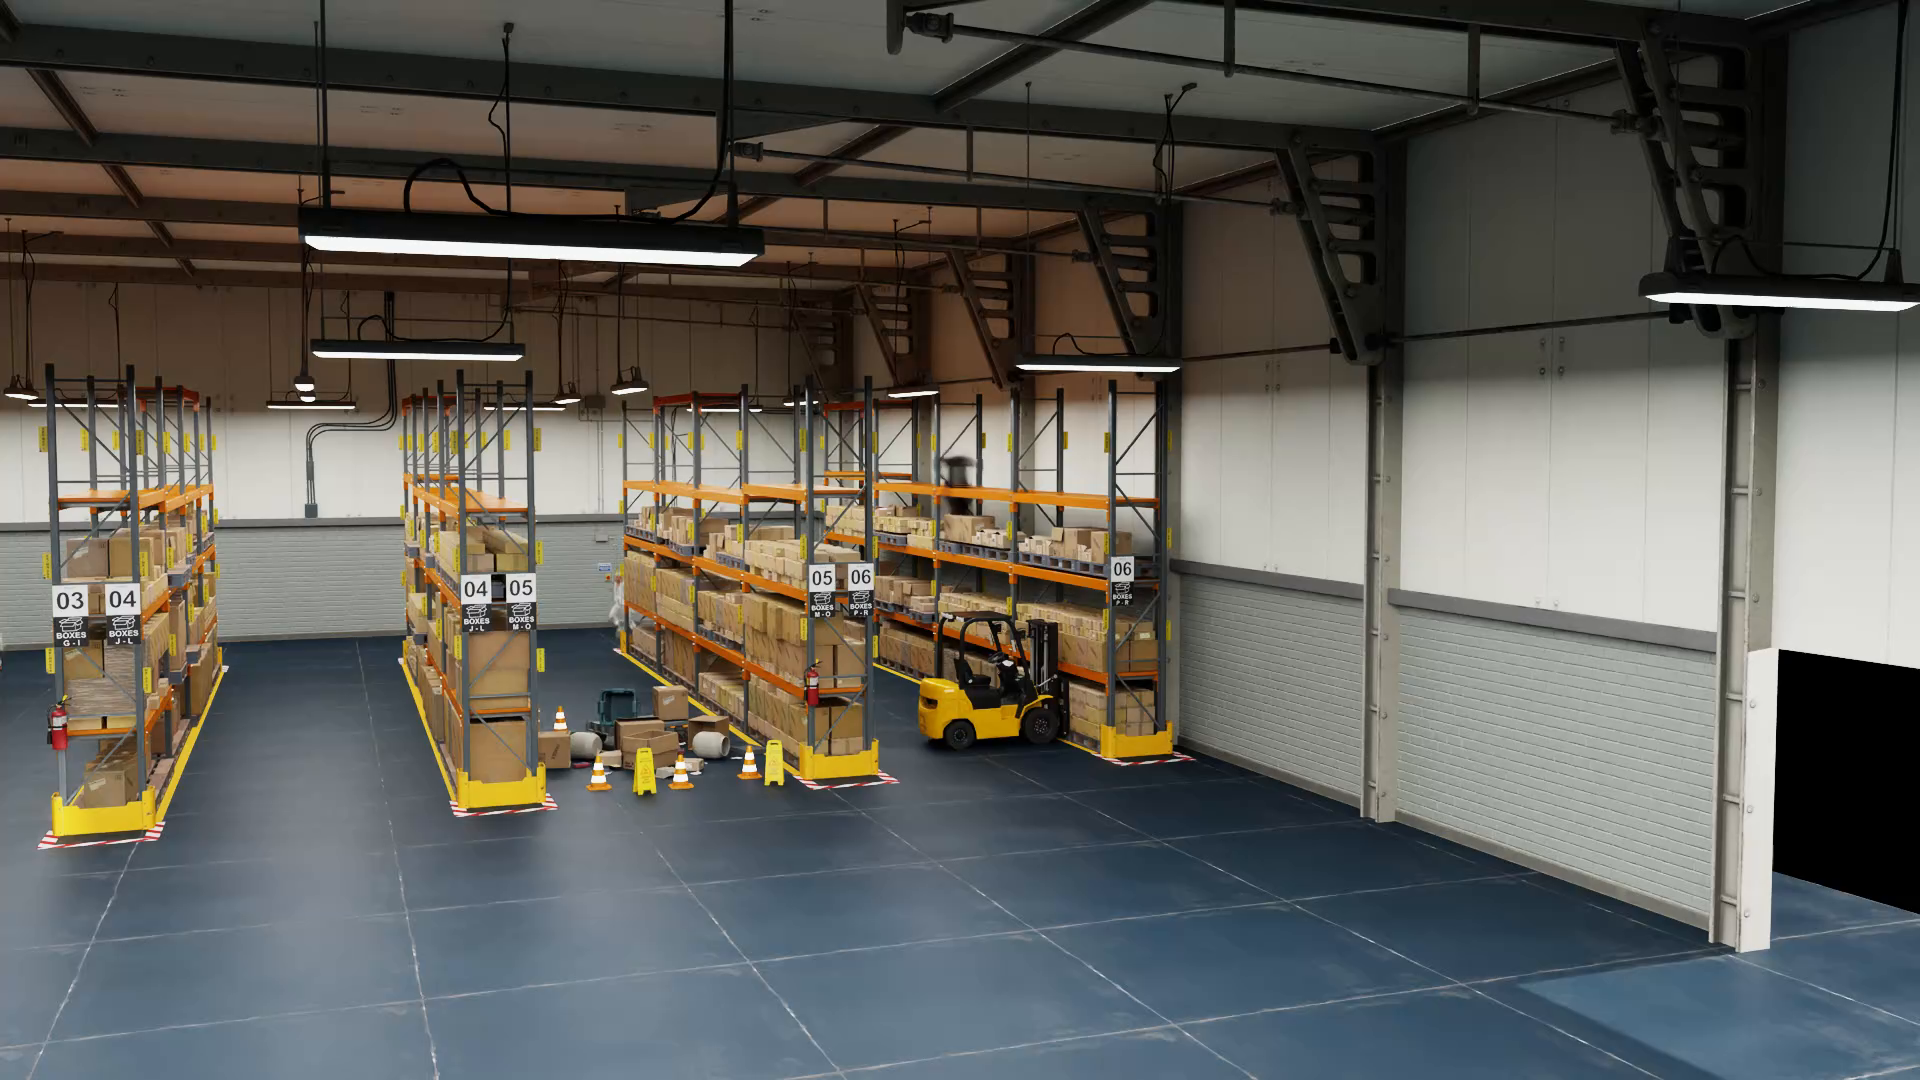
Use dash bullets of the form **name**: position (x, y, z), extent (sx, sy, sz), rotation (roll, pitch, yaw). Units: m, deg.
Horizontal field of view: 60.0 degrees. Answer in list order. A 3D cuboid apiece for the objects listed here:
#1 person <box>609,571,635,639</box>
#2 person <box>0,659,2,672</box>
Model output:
- **person**: position (-8.615, 1.656, 42.458), extent (0.678, 1.741, 0.841), rotation (3, 4, 41)
- **person**: position (-16.681, 2.471, 28.266), extent (0.698, 1.790, 0.720), rotation (-2, 4, -32)
